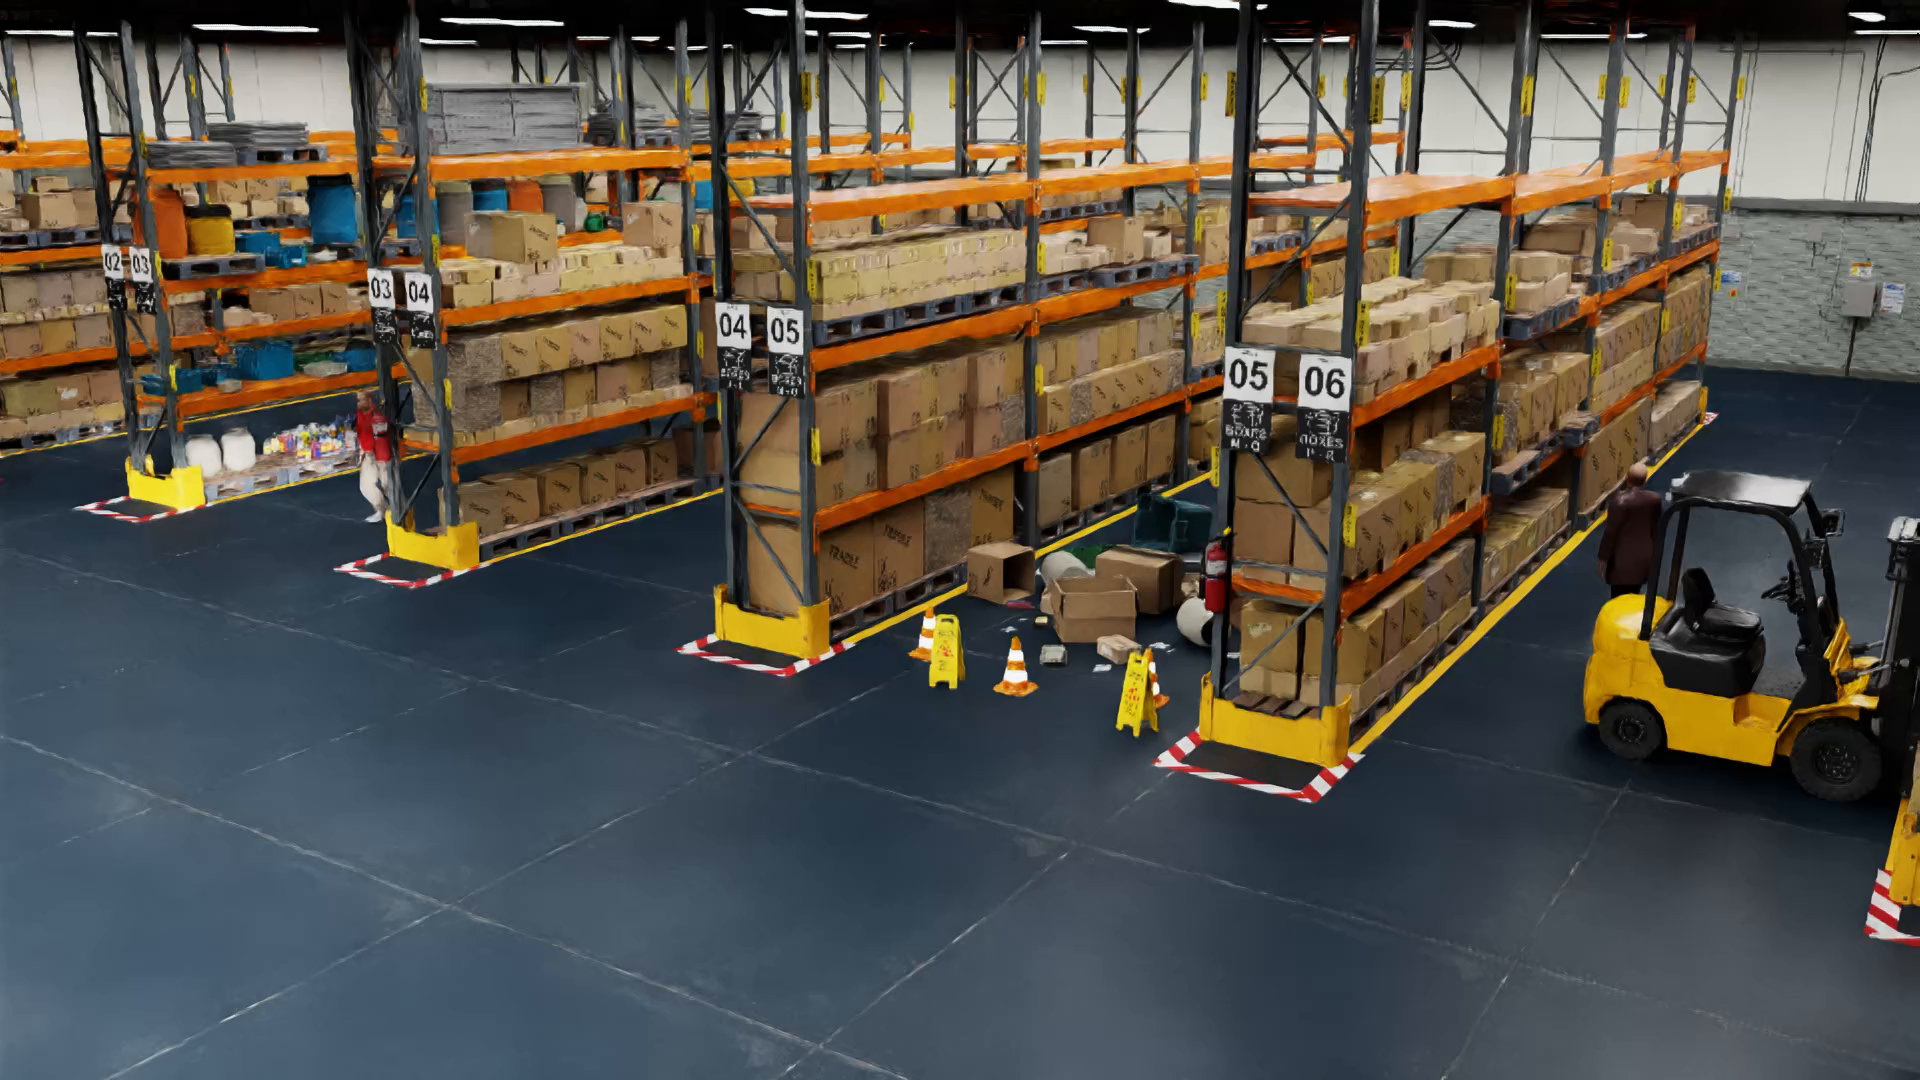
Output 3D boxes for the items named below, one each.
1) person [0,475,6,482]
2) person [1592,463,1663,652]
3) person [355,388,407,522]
[{"bbox_3d":[-12.998,-1.562,21.825,0.683,1.633,0.476,-5,16,-17],"label":"person"},{"bbox_3d":[6.122,0.151,15.297,0.677,1.775,0.636,-7,17,-25],"label":"person"},{"bbox_3d":[-6.857,-0.985,19.658,0.682,1.676,0.535,9,18,29],"label":"person"}]
